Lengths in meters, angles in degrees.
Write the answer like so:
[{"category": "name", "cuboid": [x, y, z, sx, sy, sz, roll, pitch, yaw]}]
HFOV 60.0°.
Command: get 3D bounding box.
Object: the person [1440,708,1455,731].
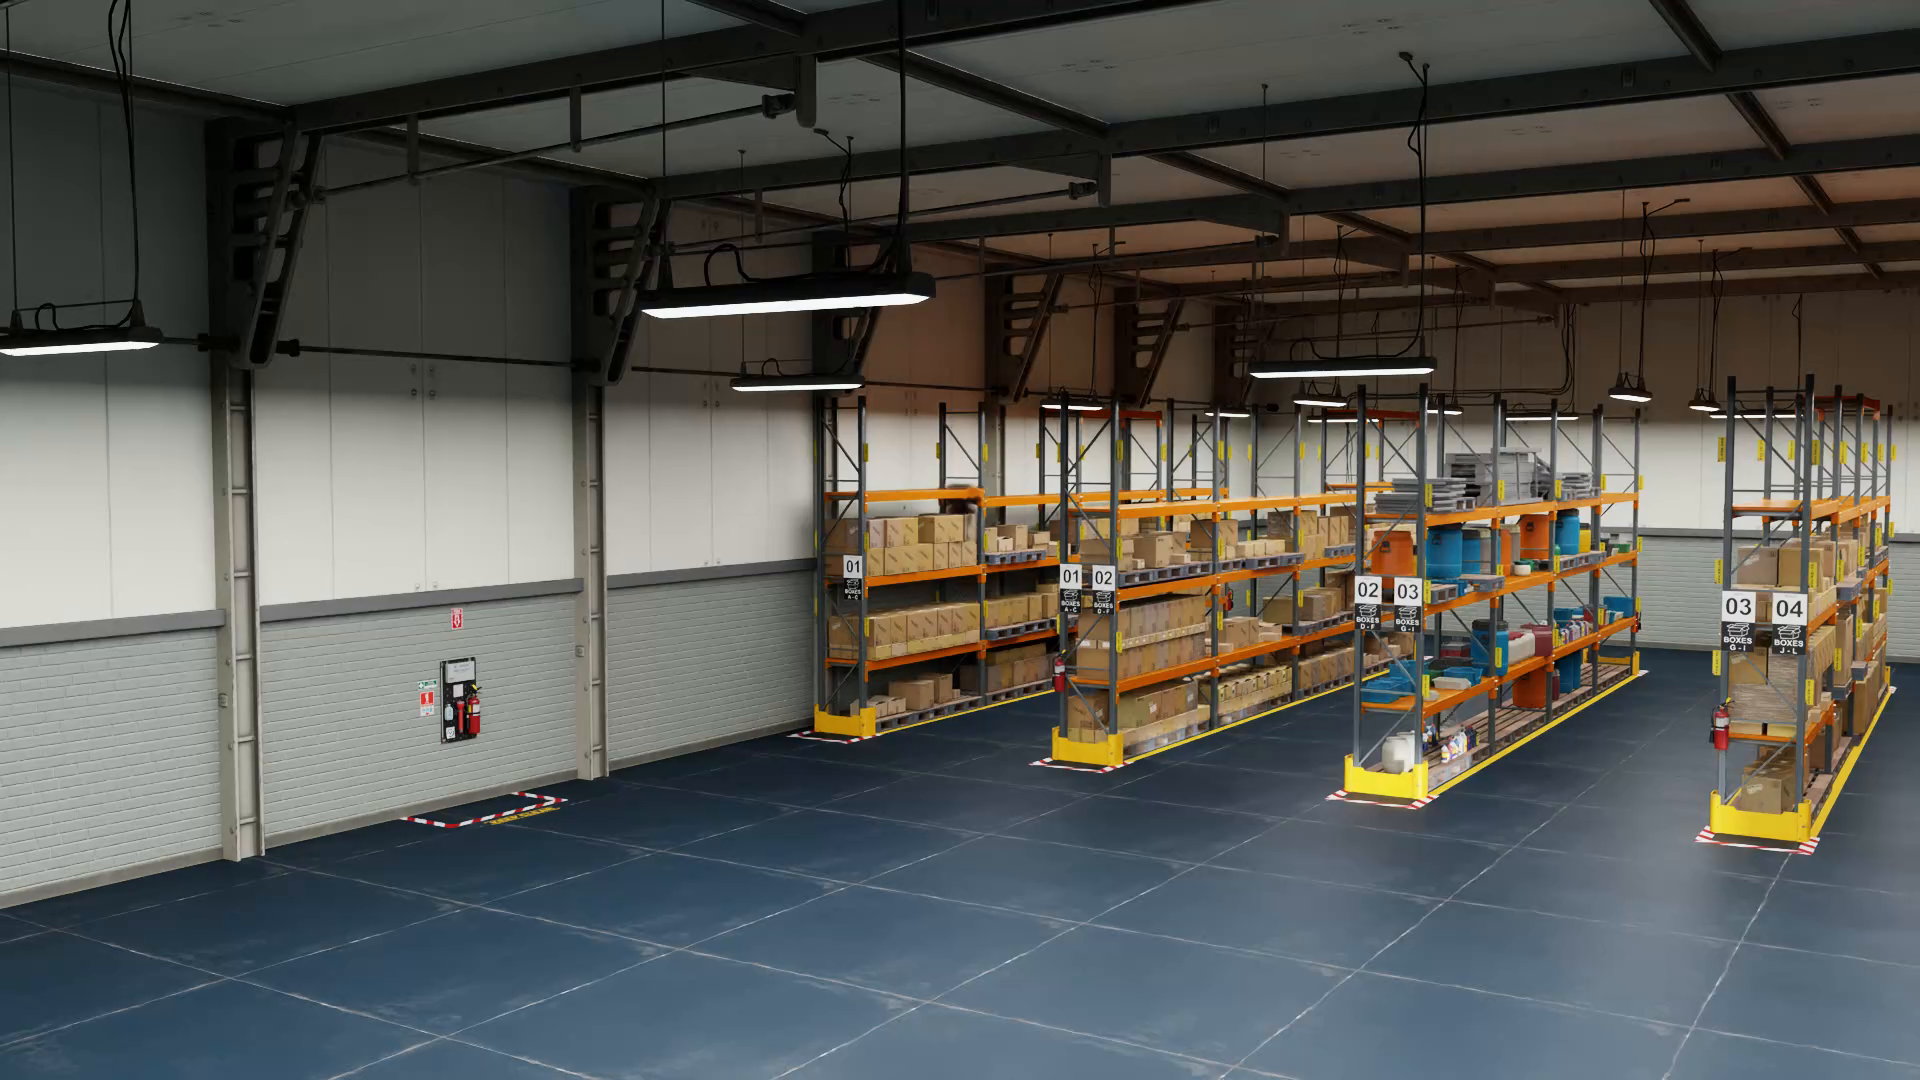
[{"category": "person", "cuboid": [8.687, 2.649, 29.858, 0.549, 1.618, 0.695, -1, 3, -16]}]
